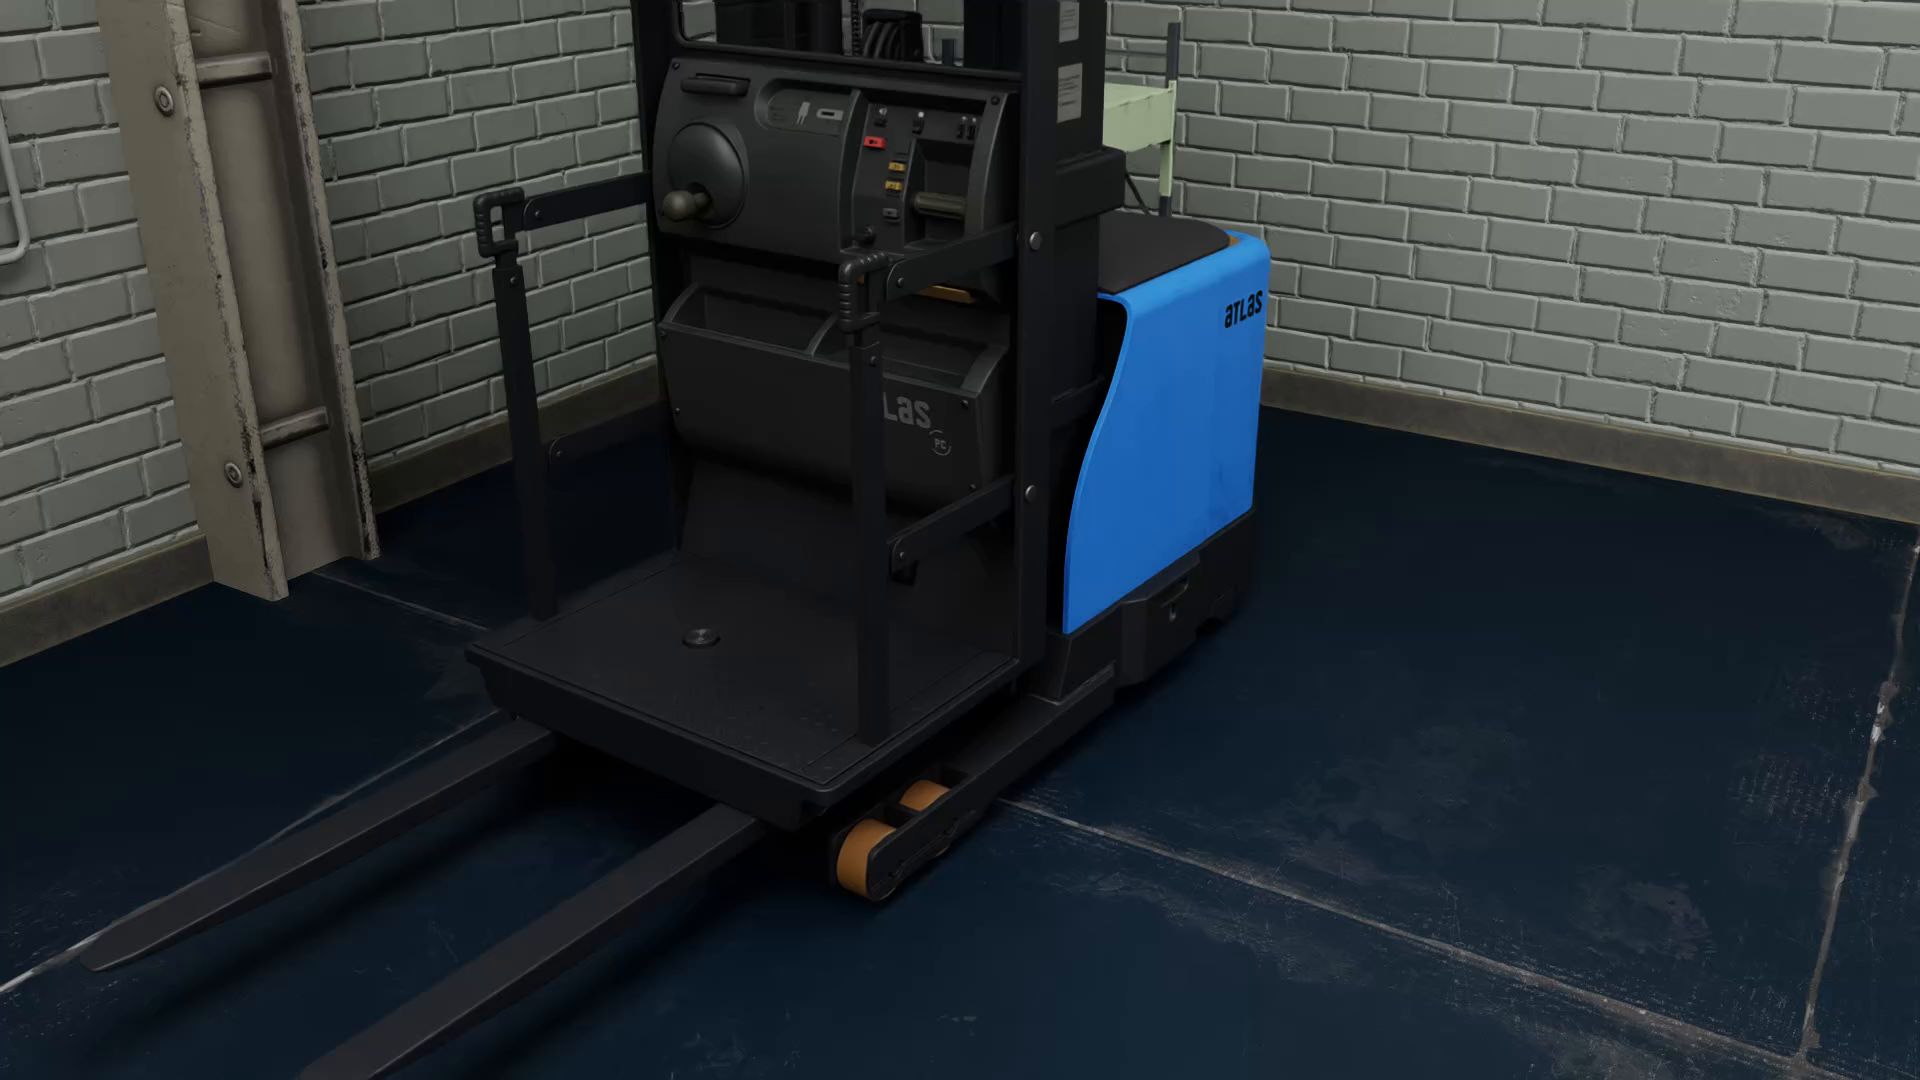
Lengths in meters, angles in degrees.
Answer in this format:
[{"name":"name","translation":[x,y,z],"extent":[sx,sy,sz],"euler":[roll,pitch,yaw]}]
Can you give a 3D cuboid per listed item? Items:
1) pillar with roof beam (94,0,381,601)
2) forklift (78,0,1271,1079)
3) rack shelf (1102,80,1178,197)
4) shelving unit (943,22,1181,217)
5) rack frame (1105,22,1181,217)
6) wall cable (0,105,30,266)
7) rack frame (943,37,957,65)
[{"name":"pillar with roof beam","translation":[1.636,-3.147,1.193],"extent":[9.100,9.000,0.400],"euler":[14,27,29]},{"name":"forklift","translation":[-0.423,-0.805,3.421],"extent":[1.130,2.935,3.031],"euler":[16,28,32]},{"name":"rack shelf","translation":[0.323,-1.221,5.200],"extent":[0.431,0.370,0.720],"euler":[15,27,30]},{"name":"shelving unit","translation":[0.323,-0.863,5.355],"extent":[0.431,1.500,0.755],"euler":[15,27,30]},{"name":"rack frame","translation":[0.524,-0.984,5.636],"extent":[0.400,1.500,0.023],"euler":[15,27,30]},{"name":"wall cable","translation":[-2.839,-1.301,3.200],"extent":[0.084,1.984,1.851],"euler":[14,27,29]},{"name":"rack frame","translation":[0.123,-0.741,5.074],"extent":[0.400,1.500,0.023],"euler":[15,27,30]}]
